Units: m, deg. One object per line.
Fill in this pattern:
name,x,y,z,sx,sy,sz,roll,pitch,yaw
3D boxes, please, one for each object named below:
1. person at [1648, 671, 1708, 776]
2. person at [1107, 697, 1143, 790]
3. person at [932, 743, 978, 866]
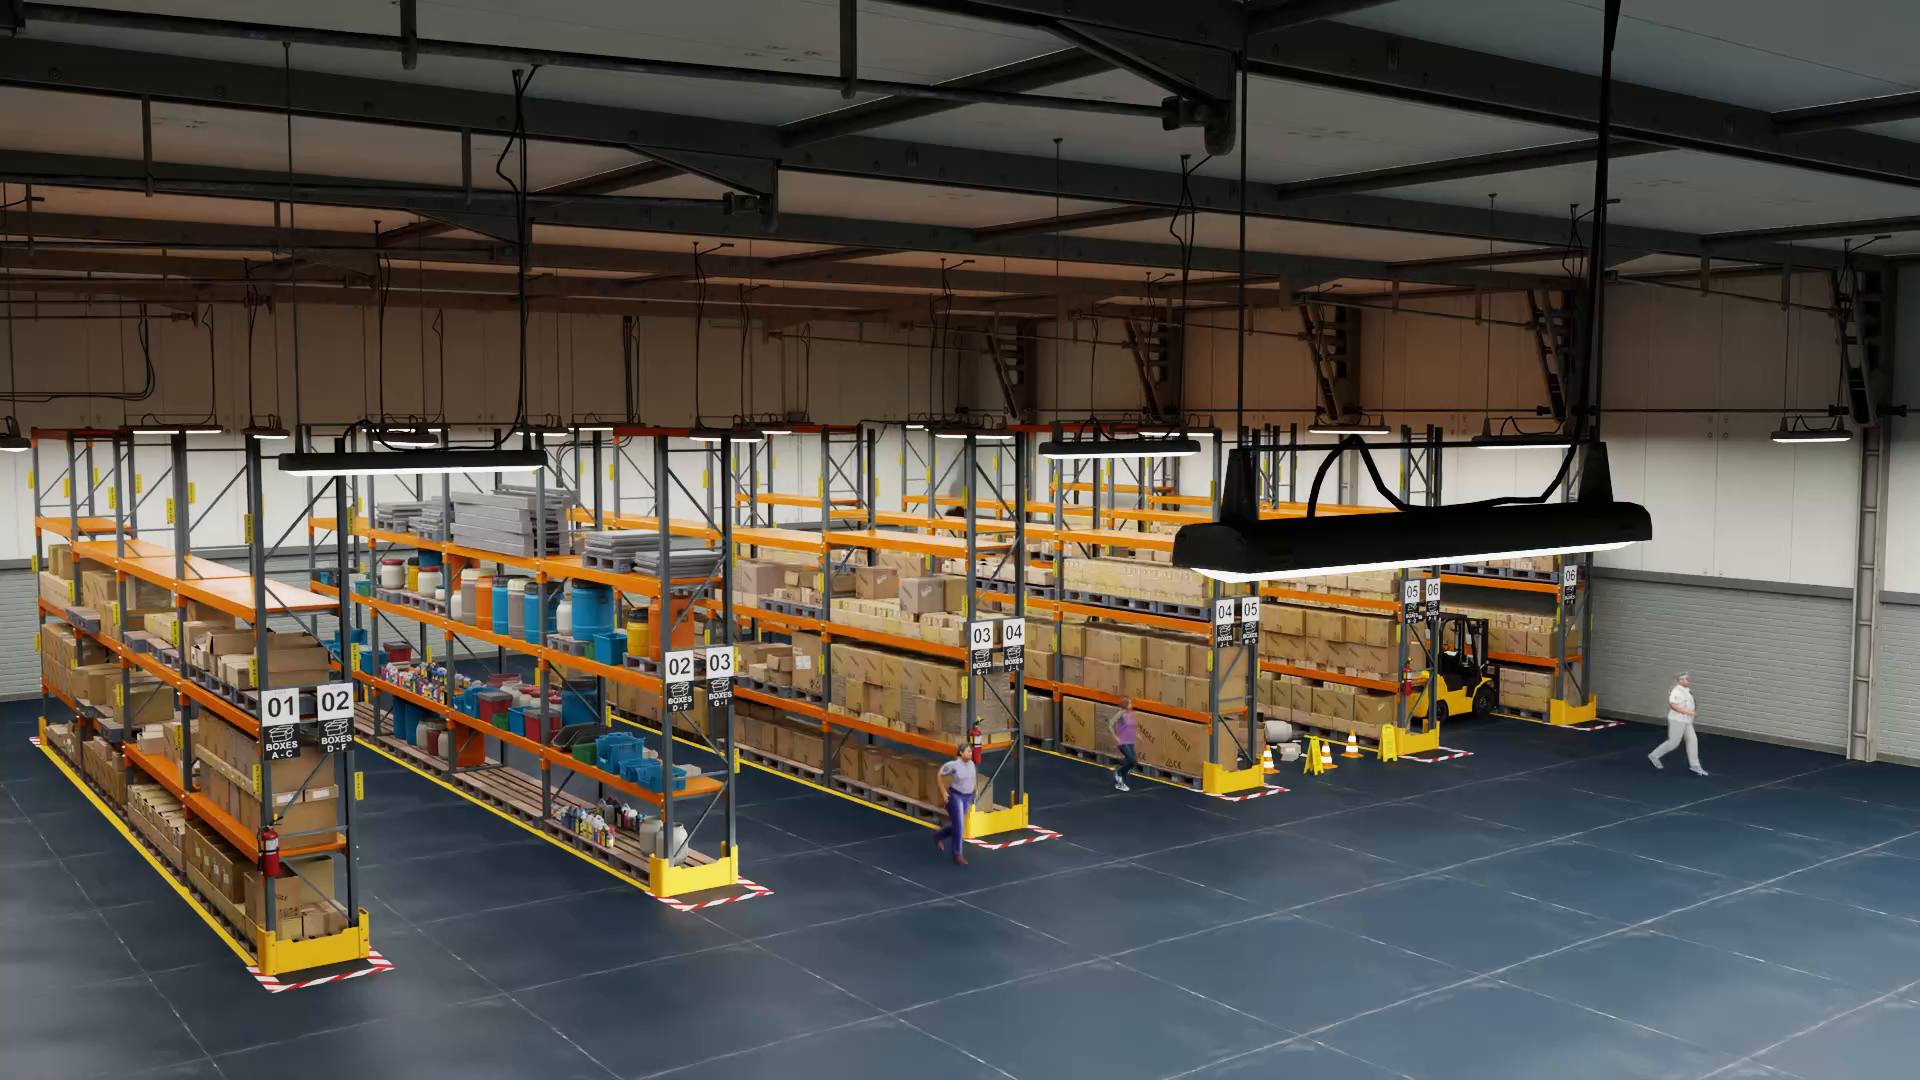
person,12.588,3.163,29.018,0.994,1.785,0.703,4,6,42
person,2.767,3.390,27.588,0.505,1.561,0.548,4,6,43
person,-0.019,3.676,23.485,0.843,1.625,0.636,4,6,45
